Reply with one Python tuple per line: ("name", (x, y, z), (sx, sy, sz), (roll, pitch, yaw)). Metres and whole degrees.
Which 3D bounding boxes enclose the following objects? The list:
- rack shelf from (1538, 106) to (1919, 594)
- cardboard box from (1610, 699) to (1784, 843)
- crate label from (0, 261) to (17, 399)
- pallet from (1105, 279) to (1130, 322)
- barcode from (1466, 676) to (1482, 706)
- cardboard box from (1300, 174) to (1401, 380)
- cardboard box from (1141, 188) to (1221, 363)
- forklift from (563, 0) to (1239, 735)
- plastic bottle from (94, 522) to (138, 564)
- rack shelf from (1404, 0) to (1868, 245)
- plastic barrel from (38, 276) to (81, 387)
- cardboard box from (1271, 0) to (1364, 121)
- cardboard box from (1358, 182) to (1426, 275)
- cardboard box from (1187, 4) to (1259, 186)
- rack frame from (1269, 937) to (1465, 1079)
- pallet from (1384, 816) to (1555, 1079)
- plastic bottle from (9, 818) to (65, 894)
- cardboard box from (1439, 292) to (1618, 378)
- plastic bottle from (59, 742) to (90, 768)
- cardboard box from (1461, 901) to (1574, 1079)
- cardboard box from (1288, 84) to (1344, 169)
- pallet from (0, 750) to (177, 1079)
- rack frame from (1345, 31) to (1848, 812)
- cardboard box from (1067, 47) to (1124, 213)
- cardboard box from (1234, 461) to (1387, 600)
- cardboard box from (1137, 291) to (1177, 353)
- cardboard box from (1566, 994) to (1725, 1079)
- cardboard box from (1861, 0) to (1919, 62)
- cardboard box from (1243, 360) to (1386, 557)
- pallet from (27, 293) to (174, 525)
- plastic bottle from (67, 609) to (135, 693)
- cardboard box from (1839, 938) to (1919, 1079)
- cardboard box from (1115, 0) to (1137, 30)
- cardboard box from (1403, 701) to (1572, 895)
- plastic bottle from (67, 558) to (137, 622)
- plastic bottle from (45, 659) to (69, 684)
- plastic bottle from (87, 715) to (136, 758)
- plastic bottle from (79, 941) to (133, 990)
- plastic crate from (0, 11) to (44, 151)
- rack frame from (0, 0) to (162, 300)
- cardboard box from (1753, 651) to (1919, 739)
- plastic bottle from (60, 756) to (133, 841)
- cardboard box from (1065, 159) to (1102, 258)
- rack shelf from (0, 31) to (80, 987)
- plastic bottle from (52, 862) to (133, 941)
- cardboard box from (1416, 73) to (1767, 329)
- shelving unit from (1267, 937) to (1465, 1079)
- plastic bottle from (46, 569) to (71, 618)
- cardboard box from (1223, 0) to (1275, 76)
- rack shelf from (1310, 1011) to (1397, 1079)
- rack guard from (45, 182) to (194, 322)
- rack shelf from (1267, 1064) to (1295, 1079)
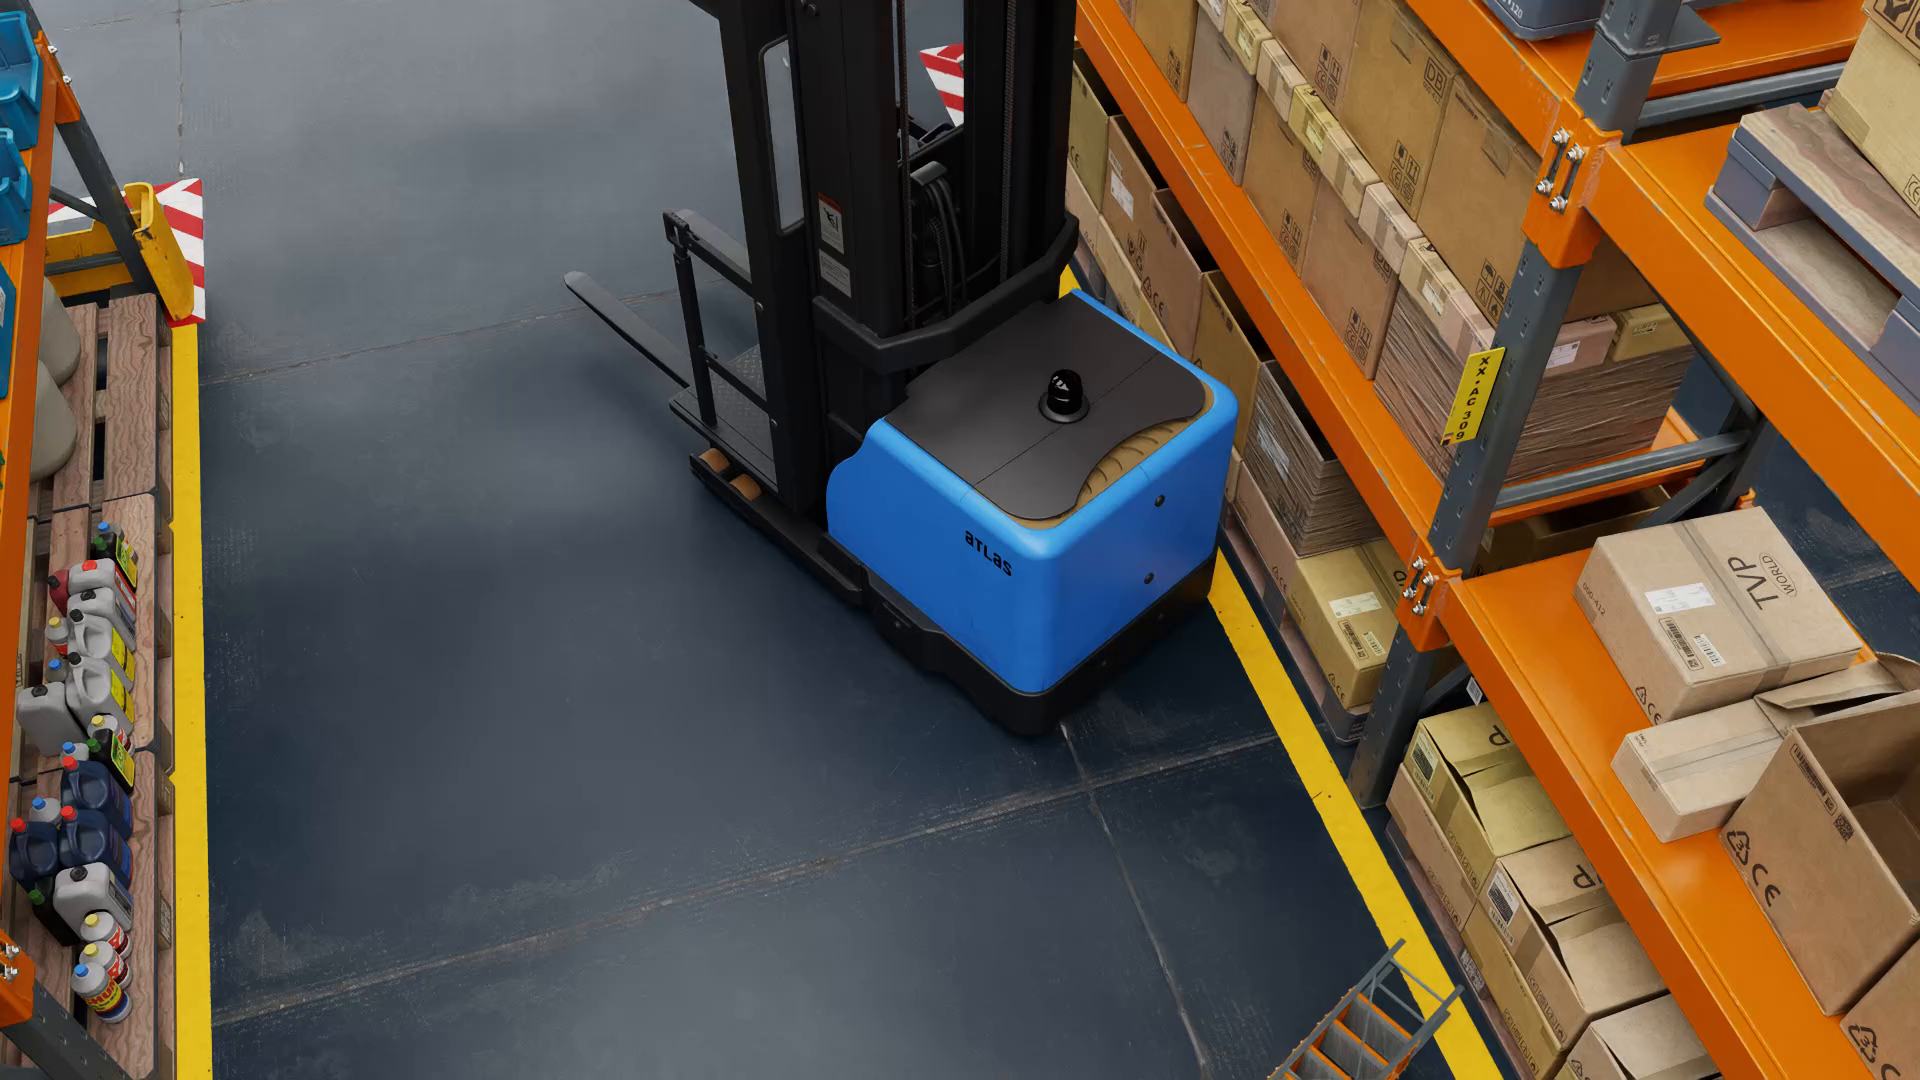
("rack shelf", (2.435, 0.539, 2.632), (1.077, 0.370, 4.000), (-13, 51, -11))
("cardboard box", (1.911, 0.588, 4.247), (0.380, 0.149, 0.250), (-13, 51, -11))
("crate label", (-3.269, -0.719, 5.161), (0.502, 0.435, 0.616), (-13, 51, -11))
("pallet", (1.284, -0.771, 7.051), (1.003, 0.211, 1.213), (-13, 51, -11))
("barcode", (1.522, 0.448, 4.919), (0.001, 0.075, 0.075), (-13, 51, -11))
("cardboard box", (1.544, -0.925, 5.292), (0.700, 0.500, 0.500), (-14, 51, -11))
("cardboard box", (1.048, -1.061, 6.505), (0.500, 0.500, 0.500), (-13, 51, -11))
("forklift", (-0.433, -1.287, 5.708), (1.130, 2.935, 3.031), (-36, 59, -27))
("plastic bottle", (-3.110, 0.012, 6.111), (0.097, 0.201, 0.097), (0, 50, 0))
("rack shelf", (1.252, -2.382, 5.095), (1.077, 0.370, 4.000), (-13, 51, -11))
("plastic barrel", (-3.804, -0.861, 6.656), (0.421, 0.512, 0.421), (0, 50, 0))
("cardboard box", (1.408, -1.694, 5.092), (0.700, 0.500, 0.500), (-13, 51, -11))
("cardboard box", (1.408, -0.950, 4.889), (0.380, 0.149, 0.250), (-15, 51, -12))
("cardboard box", (1.247, -1.666, 5.917), (0.700, 0.500, 0.500), (-12, 51, -10))
("rack frame", (1.045, 1.636, 4.912), (1.200, 0.006, 0.240), (-37, 59, -27))
("pallet", (2.099, 1.241, 5.355), (1.003, 0.211, 1.213), (-13, 51, -11))
("plastic bottle", (-2.869, 0.992, 5.186), (0.144, 0.351, 0.185), (-13, 51, -11))
("cardboard box", (1.559, -0.578, 4.575), (0.380, 0.149, 0.250), (-13, 51, -11))
("plastic bottle", (-2.866, 0.748, 5.444), (0.097, 0.271, 0.097), (0, 50, 0))
("cardboard box", (1.876, 1.289, 5.015), (0.500, 0.250, 0.500), (-12, 51, -10))
("cardboard box", (1.260, -1.322, 5.202), (0.380, 0.149, 0.250), (-14, 51, -11))
("pallet", (-3.048, 1.329, 5.281), (1.003, 0.211, 1.213), (-13, 51, -11))
("rack frame", (1.844, -0.187, 4.735), (1.000, 3.000, 0.127), (-13, 51, -11))
("cardboard box", (0.757, -1.792, 7.122), (0.500, 0.500, 0.500), (-13, 51, -11))
("cardboard box", (1.359, -0.092, 6.179), (0.500, 0.250, 0.500), (-13, 51, -11))
("cardboard box", (1.049, -0.819, 6.792), (0.500, 0.250, 0.500), (-13, 51, -11))
("cardboard box", (2.025, 1.486, 4.482), (0.500, 0.311, 0.500), (-15, 51, -12))
("cardboard box", (1.989, -1.023, 2.811), (0.500, 0.500, 0.500), (-13, 51, -11))
("cardboard box", (1.361, -0.334, 5.893), (0.500, 0.500, 0.500), (-13, 51, -11))
("pallet", (-3.769, -0.453, 6.783), (1.003, 0.211, 1.213), (-13, 51, -11))
("plastic bottle", (-2.968, 0.375, 5.706), (0.144, 0.351, 0.185), (-11, 51, -9))
("cardboard box", (2.359, 1.096, 3.588), (0.500, 0.500, 0.500), (-13, 51, -11))
("cardboard box", (0.947, -2.414, 6.547), (0.700, 0.500, 0.500), (-12, 51, -10))
("cardboard box", (1.728, 0.742, 5.109), (0.500, 0.311, 0.500), (-13, 51, -11))
("plastic bottle", (-3.062, 0.178, 5.922), (0.152, 0.276, 0.135), (-13, 51, -11))
("plastic bottle", (-3.070, 0.483, 5.714), (0.097, 0.201, 0.097), (0, 50, 0))
("plastic bottle", (-2.849, 0.658, 5.566), (0.097, 0.201, 0.097), (0, 50, 0))
("plastic bottle", (-2.595, 1.285, 5.037), (0.097, 0.201, 0.097), (0, 50, 0))
("plastic crate", (-3.638, -1.645, 6.062), (0.499, 0.251, 0.616), (-13, 51, -11))
("rack frame", (-4.072, -1.991, 6.256), (1.000, 3.000, 0.127), (-13, 51, -11))
("cardboard box", (2.279, 0.457, 4.280), (0.396, 0.266, 0.258), (-14, 51, -12))
("plastic bottle", (-2.787, 0.821, 5.330), (0.144, 0.351, 0.185), (-15, 52, -13))
("cardboard box", (0.758, -1.551, 7.409), (0.500, 0.250, 0.500), (-13, 51, -11))
("rack shelf", (-3.481, -0.298, 5.300), (1.077, 0.370, 4.000), (-13, 51, -11))
("plastic bottle", (-2.686, 1.105, 5.140), (0.152, 0.276, 0.135), (-12, 51, -10))
("cardboard box", (1.707, -0.960, 4.473), (0.700, 0.500, 0.500), (-13, 51, -11))
("shelving unit", (1.044, 1.696, 4.982), (1.200, 0.189, 0.258), (-37, 59, -27))
("plastic bottle", (-3.163, 0.200, 5.898), (0.061, 0.283, 0.133), (-13, 51, -11))
("cardboard box", (1.103, -1.699, 5.520), (0.380, 0.149, 0.250), (-12, 51, -10))
("rack shelf", (1.184, 1.592, 5.071), (0.103, 0.180, 0.258), (-37, 59, -27))
("rack guard", (-4.005, -1.140, 7.174), (1.175, 0.500, 0.348), (-13, 51, -11))
("rack shelf", (1.012, 1.719, 4.962), (0.103, 0.180, 0.258), (-37, 59, -27))
